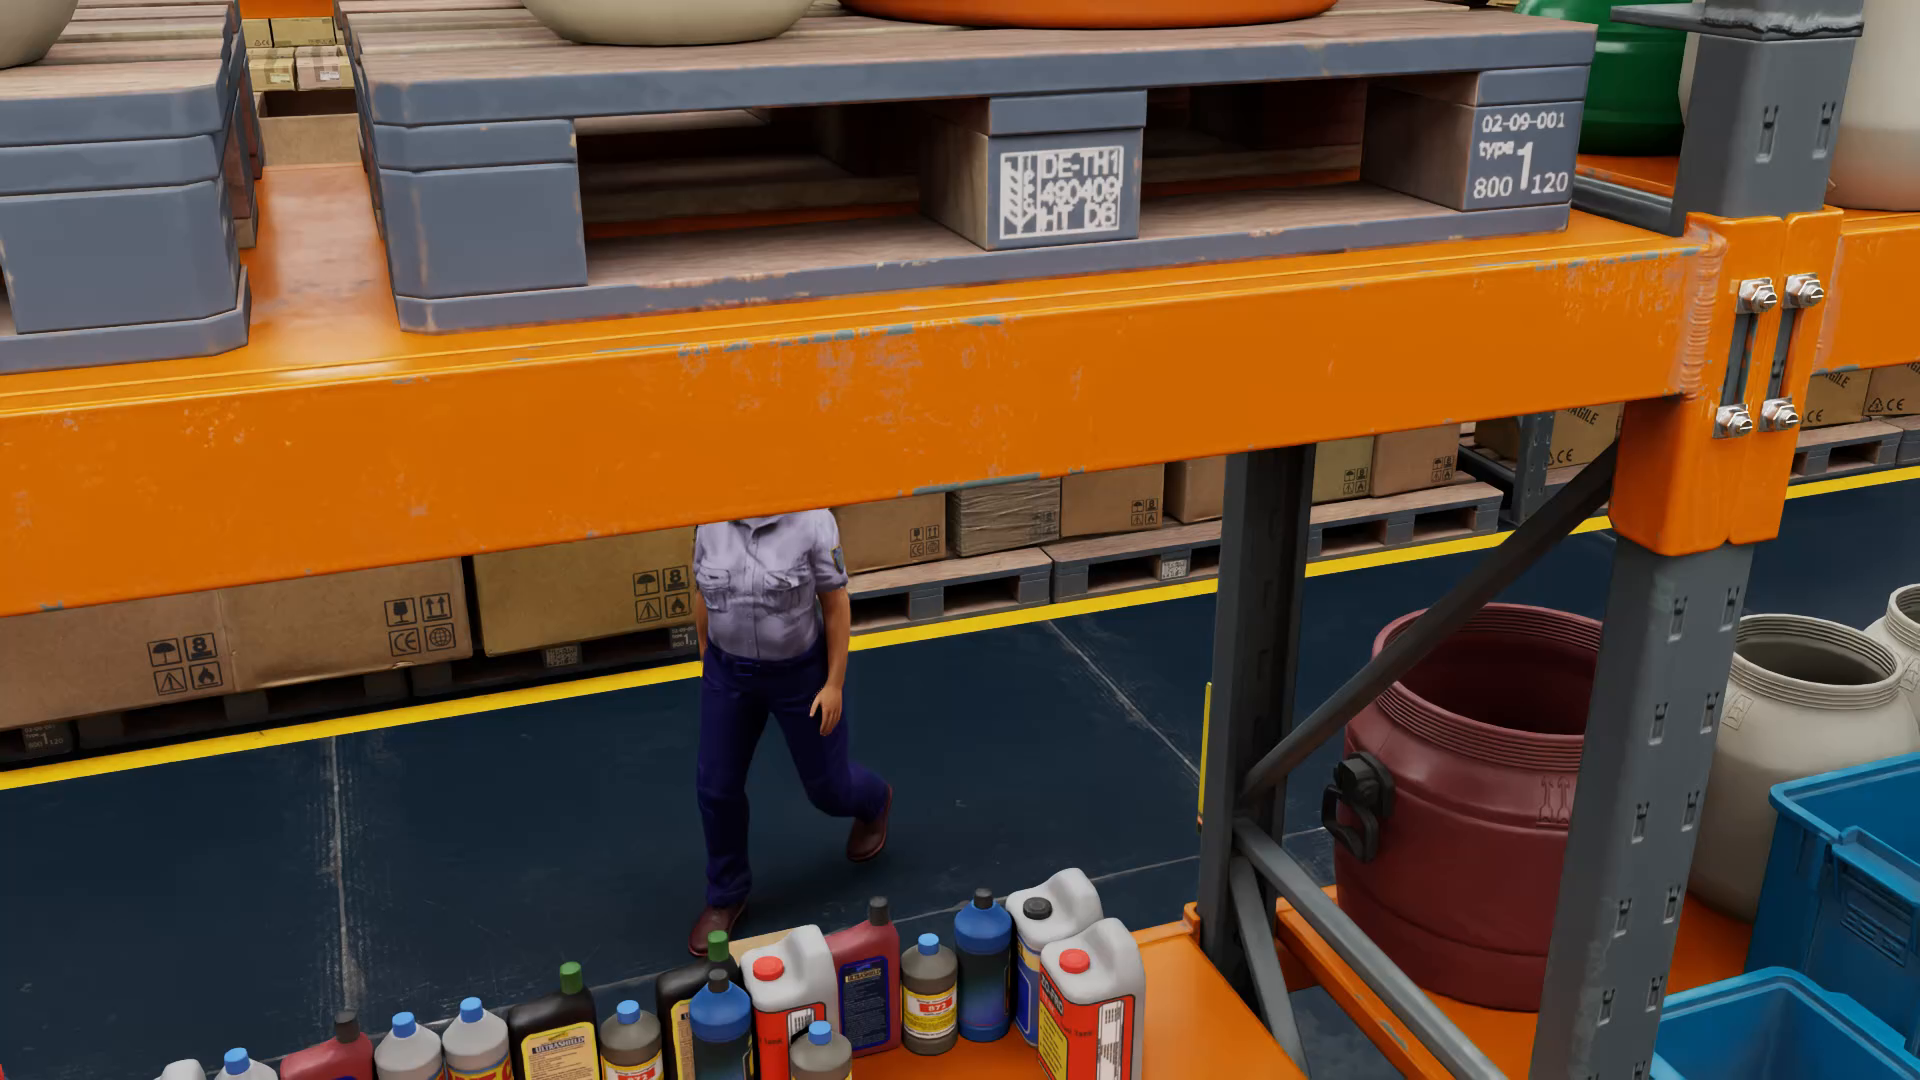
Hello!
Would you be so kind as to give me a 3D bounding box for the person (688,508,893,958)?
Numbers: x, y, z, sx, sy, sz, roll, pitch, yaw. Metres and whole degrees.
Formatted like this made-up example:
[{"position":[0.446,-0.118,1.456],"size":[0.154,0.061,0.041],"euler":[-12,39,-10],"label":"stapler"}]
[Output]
[{"position":[-0.559,0.417,5.137],"size":[0.523,1.645,0.769],"euler":[6,23,14],"label":"person"}]
